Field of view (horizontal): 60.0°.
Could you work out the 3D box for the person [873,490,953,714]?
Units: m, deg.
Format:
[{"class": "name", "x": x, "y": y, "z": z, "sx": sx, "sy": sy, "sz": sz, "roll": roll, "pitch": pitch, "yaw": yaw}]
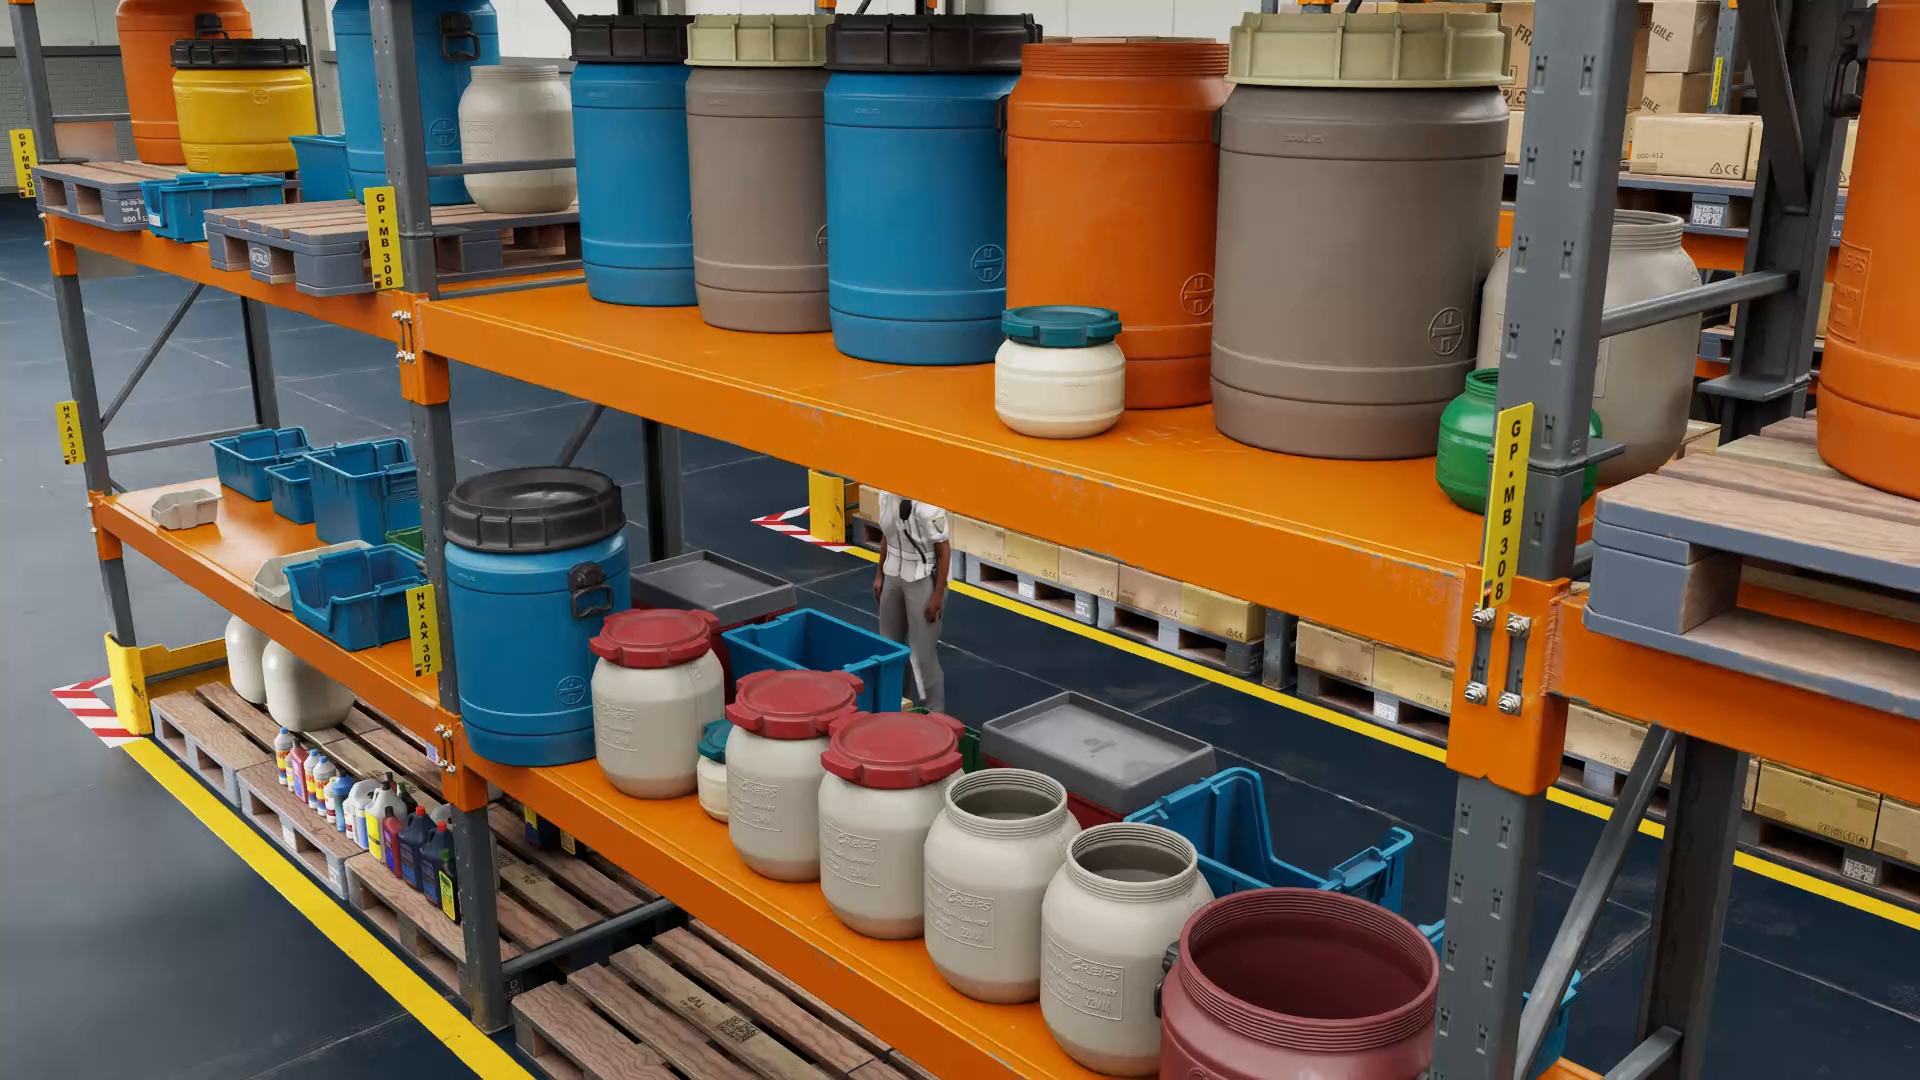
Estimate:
[{"class": "person", "x": -0.265, "y": 0.248, "z": 8.764, "sx": 0.400, "sy": 1.657, "sz": 0.514, "roll": -16, "pitch": 24, "yaw": -42}]
